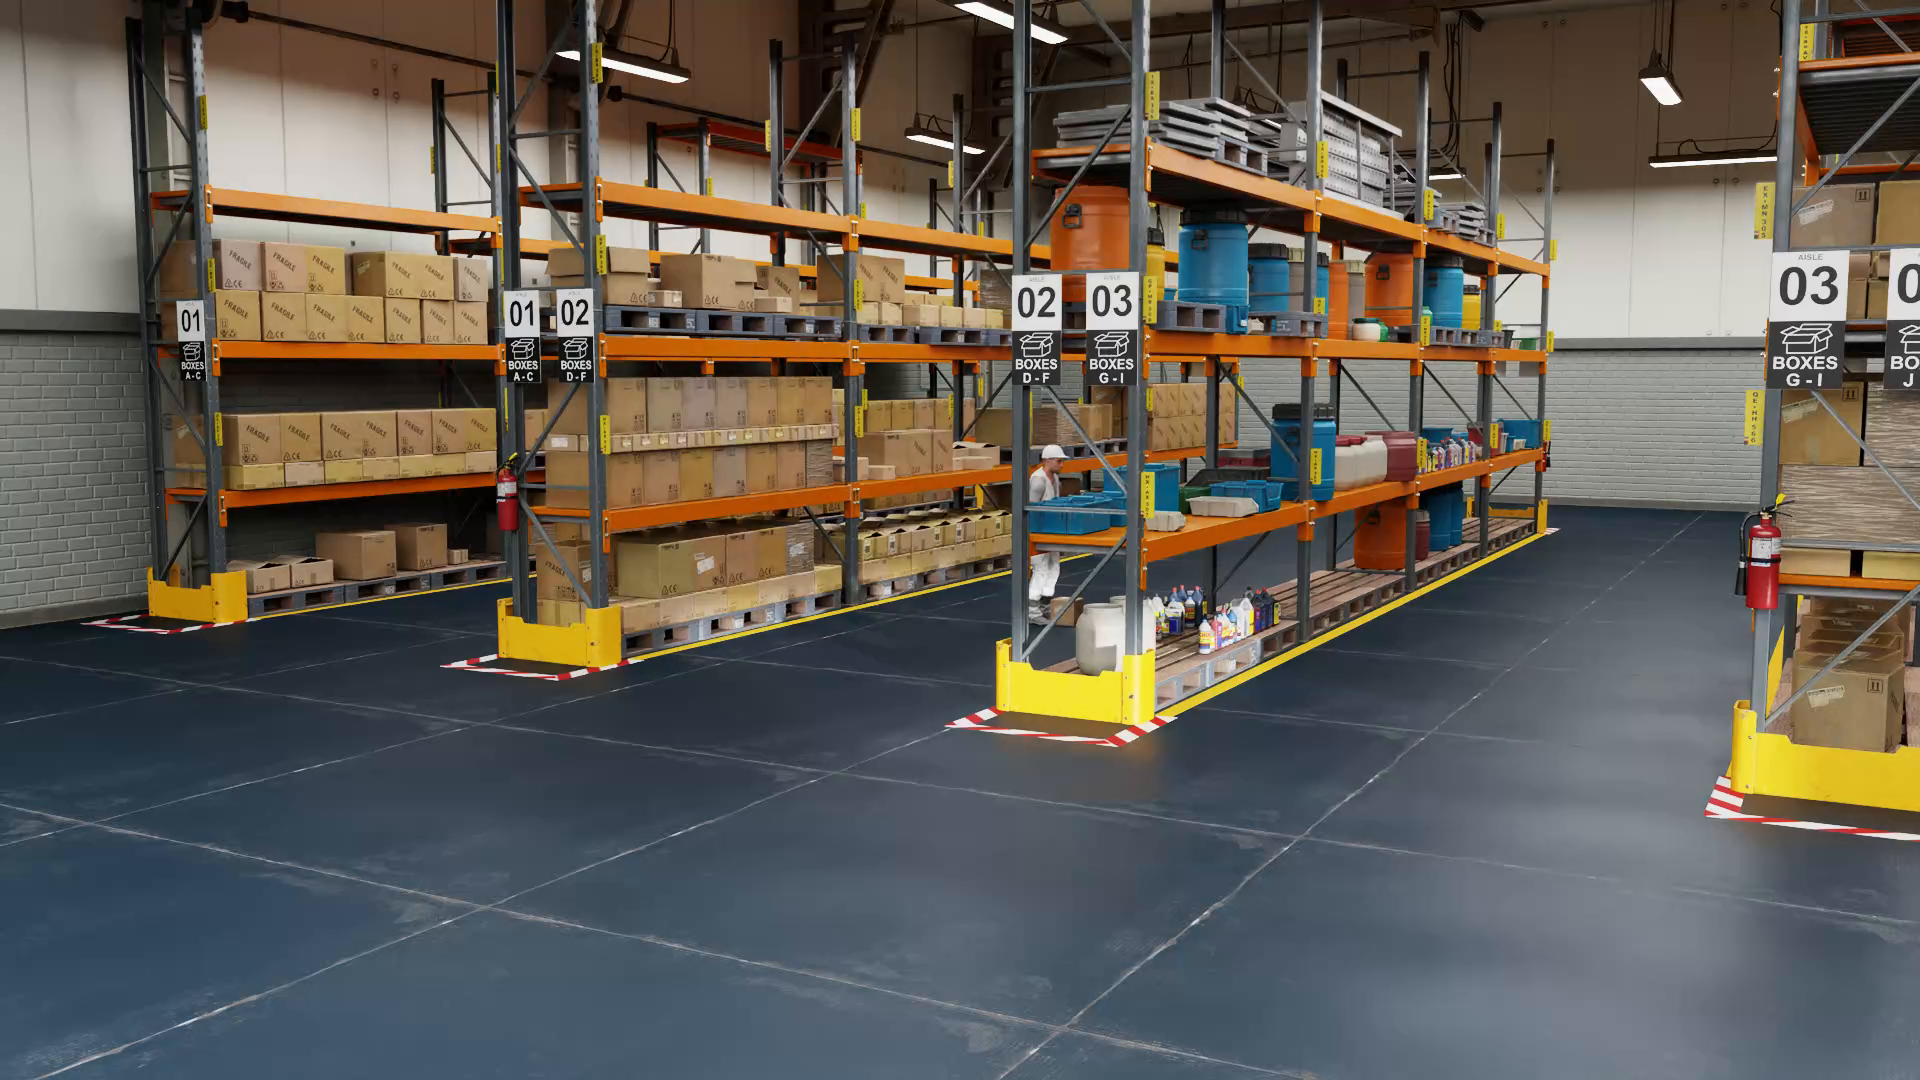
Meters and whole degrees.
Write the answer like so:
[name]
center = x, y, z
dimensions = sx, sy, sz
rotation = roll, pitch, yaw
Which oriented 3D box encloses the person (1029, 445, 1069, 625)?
[person]
center = 0.863, -0.059, 16.579
dimensions = 0.449, 1.780, 0.581
rotation = 3, 7, 29
